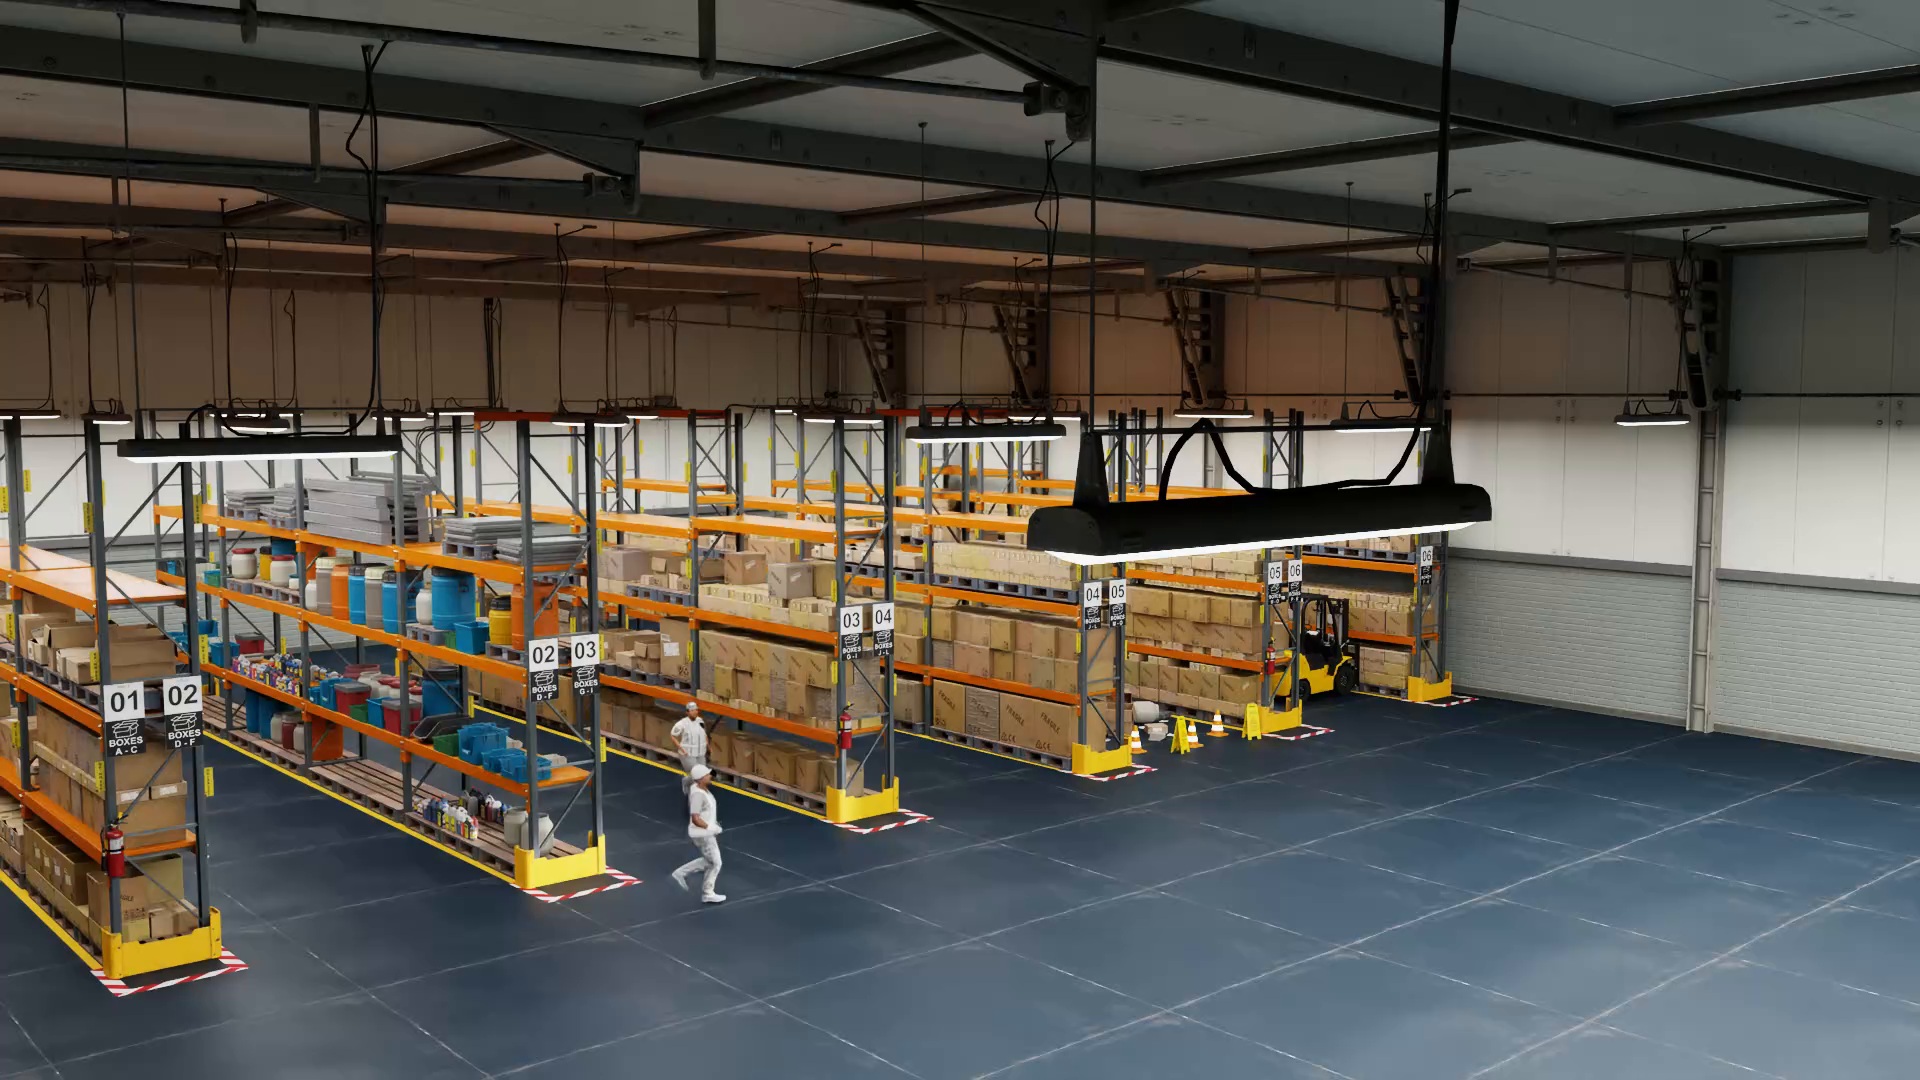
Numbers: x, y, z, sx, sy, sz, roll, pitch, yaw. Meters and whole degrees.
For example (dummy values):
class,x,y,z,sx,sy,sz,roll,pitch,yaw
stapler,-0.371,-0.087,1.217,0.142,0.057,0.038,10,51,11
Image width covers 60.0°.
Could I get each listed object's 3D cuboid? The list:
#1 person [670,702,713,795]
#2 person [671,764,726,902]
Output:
class,x,y,z,sx,sy,sz,roll,pitch,yaw
person,-4.131,3.296,25.464,0.593,1.651,0.745,-5,7,-43
person,-3.256,3.644,20.652,0.674,1.739,0.704,-1,5,-9
